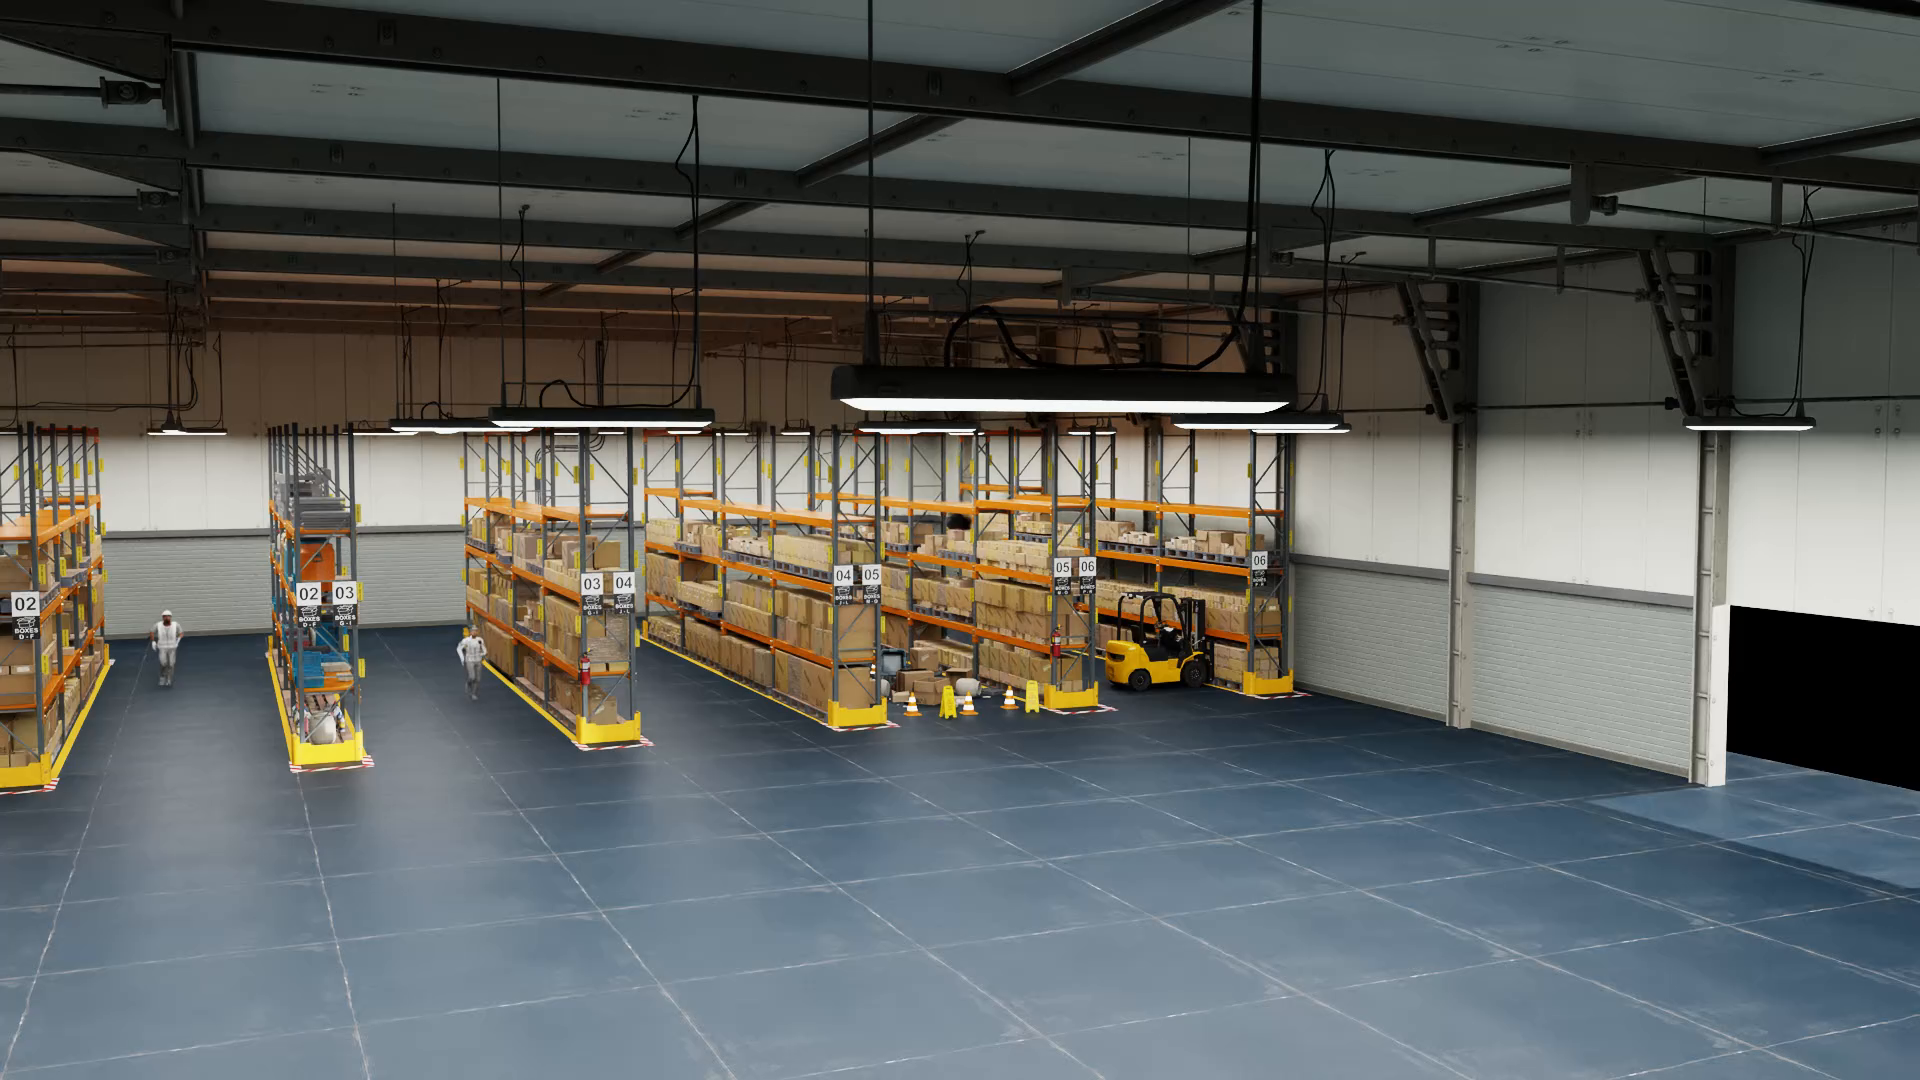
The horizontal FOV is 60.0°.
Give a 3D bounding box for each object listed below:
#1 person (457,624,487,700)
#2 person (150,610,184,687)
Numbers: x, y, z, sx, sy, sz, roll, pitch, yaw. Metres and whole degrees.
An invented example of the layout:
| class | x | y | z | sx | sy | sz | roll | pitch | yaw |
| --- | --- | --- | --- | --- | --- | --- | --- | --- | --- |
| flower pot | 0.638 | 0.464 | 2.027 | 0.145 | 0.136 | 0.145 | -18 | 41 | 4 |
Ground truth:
| class | x | y | z | sx | sy | sz | roll | pitch | yaw |
| --- | --- | --- | --- | --- | --- | --- | --- | --- | --- |
| person | -10.607 | 2.670 | 36.303 | 0.599 | 1.657 | 0.562 | -2 | 4 | -33 |
| person | -18.238 | 2.502 | 38.294 | 0.679 | 1.765 | 0.660 | -2 | 4 | -33 |
